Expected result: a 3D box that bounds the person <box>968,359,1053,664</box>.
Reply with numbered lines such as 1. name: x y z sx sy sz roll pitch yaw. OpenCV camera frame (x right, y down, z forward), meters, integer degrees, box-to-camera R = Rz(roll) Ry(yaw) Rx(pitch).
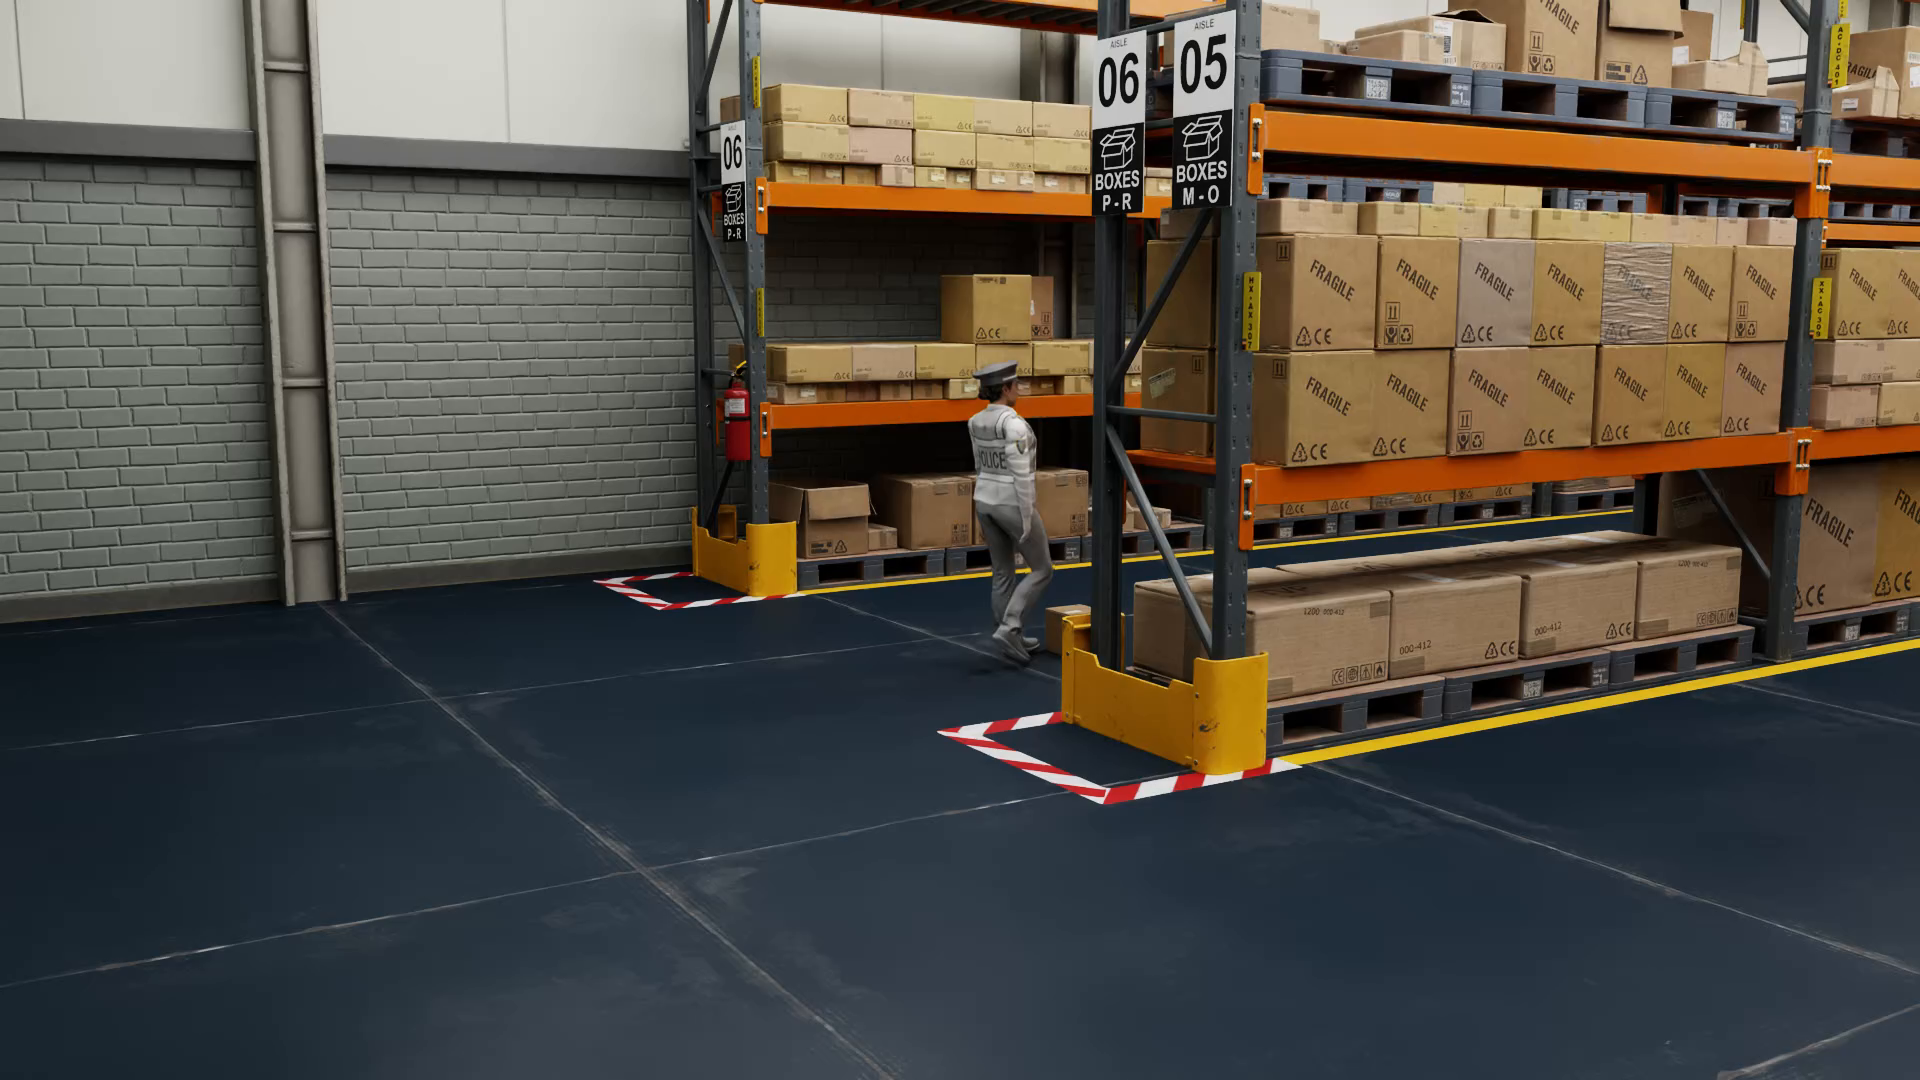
1. person: 0.305 -0.164 9.310 0.508 1.687 0.508 -6 10 -37
